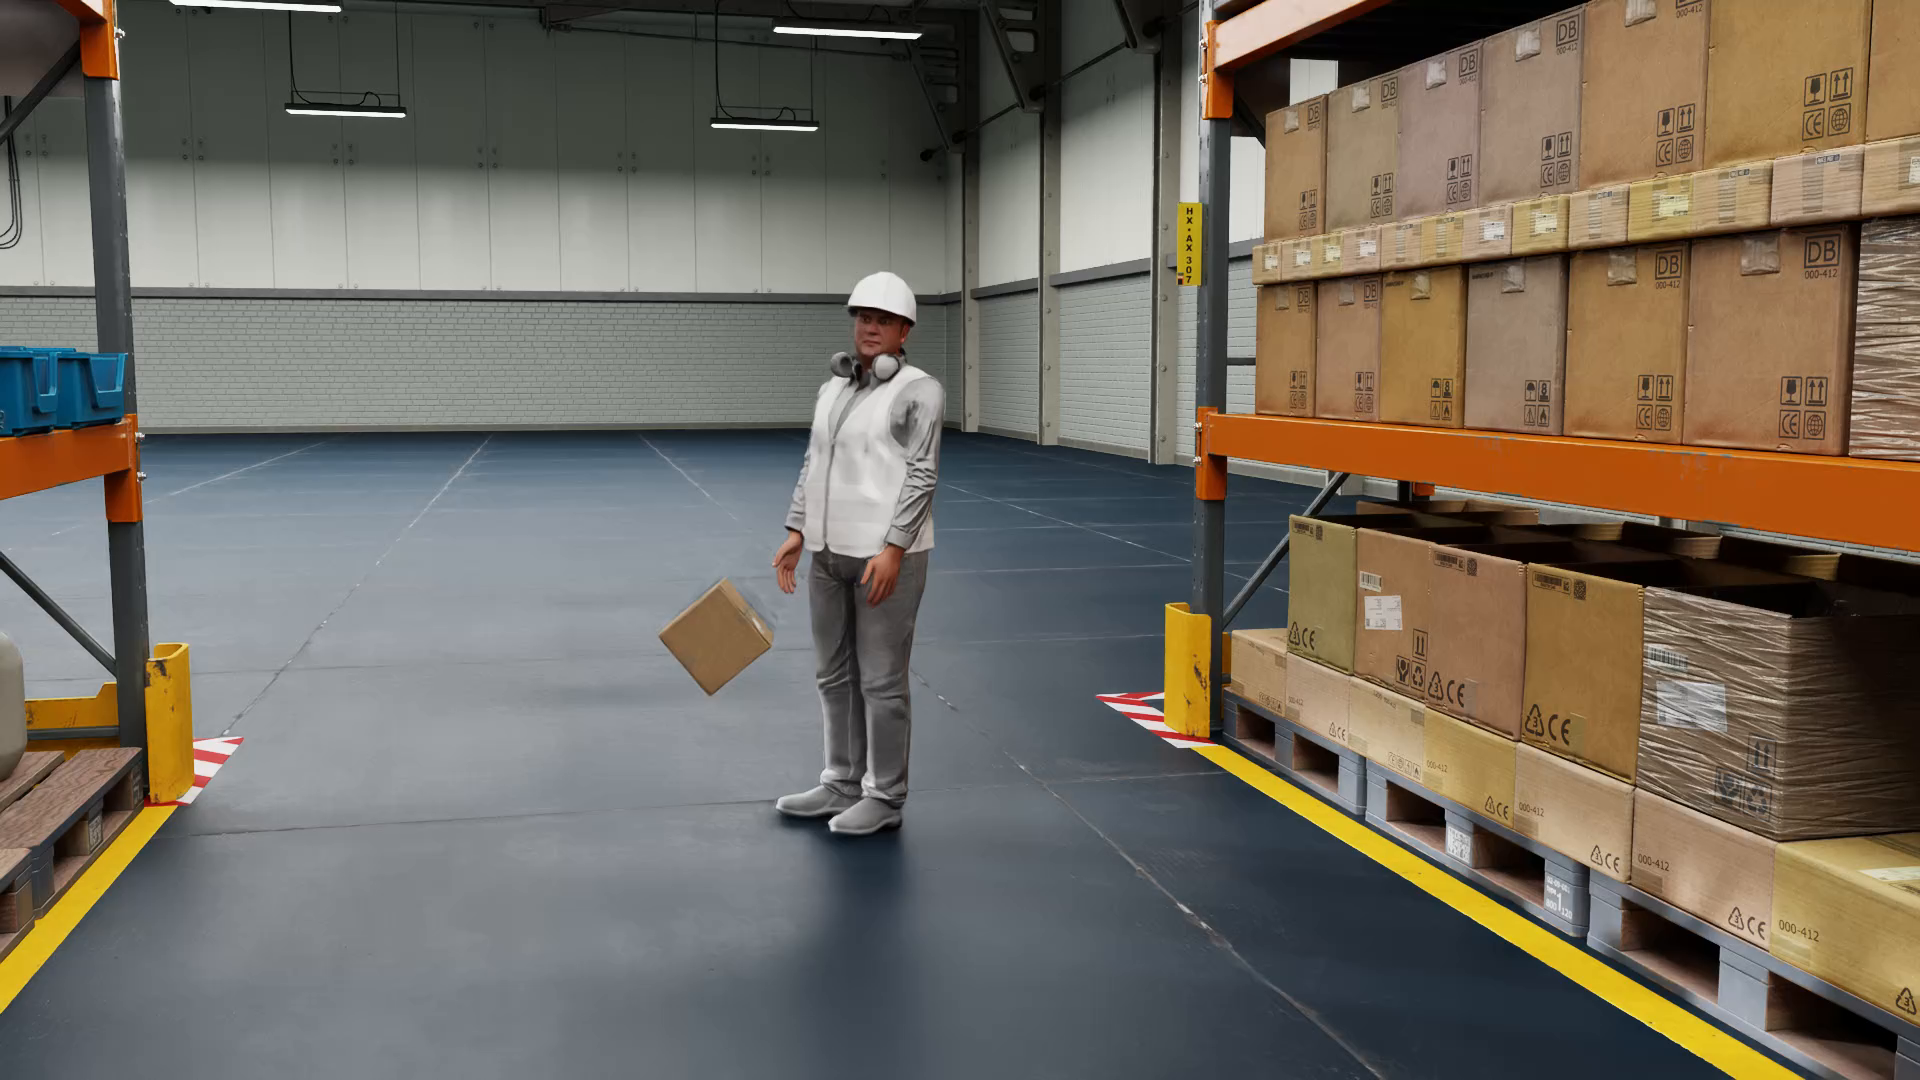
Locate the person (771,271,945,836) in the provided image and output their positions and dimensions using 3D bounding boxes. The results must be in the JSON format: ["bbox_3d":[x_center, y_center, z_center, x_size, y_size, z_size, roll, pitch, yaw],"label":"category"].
[{"bbox_3d":[-0.335,0.043,5.298,0.612,1.777,0.419,6,8,44],"label":"person"}]
